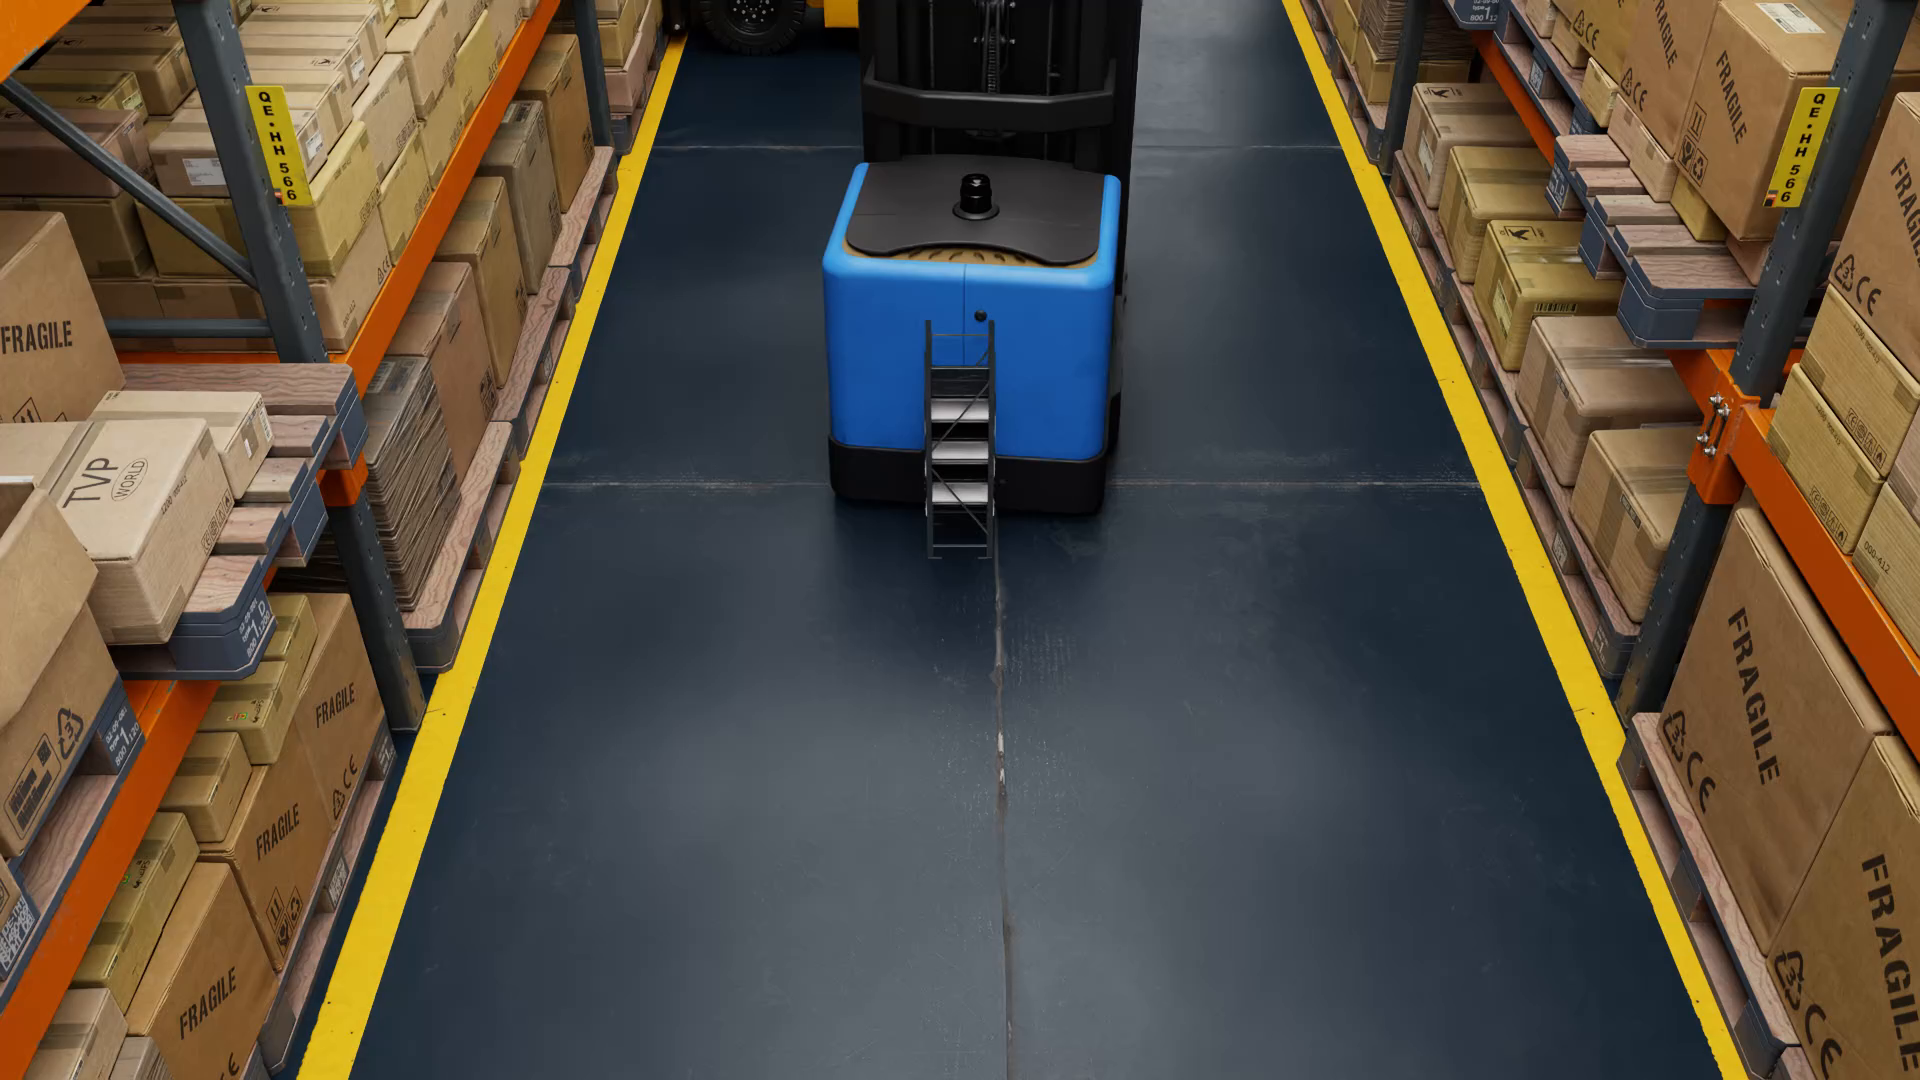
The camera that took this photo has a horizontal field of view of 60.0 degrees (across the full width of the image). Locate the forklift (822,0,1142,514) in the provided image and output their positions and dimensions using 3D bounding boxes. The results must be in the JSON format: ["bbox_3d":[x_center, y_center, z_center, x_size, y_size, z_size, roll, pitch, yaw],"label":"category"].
[{"bbox_3d":[0.180,-2.156,6.596,1.130,2.935,3.031,4,39,5],"label":"forklift"}]

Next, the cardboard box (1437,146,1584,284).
[{"bbox_3d":[2.687,-1.443,7.417,0.950,0.372,0.625,2,39,3],"label":"cardboard box"}]

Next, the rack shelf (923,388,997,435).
[{"bbox_3d":[0.000,-0.460,5.870,0.258,0.077,0.200,0,39,0],"label":"rack shelf"}]

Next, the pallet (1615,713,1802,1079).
[{"bbox_3d":[2.610,1.001,4.833,1.003,0.211,1.213,0,39,0],"label":"pallet"}]

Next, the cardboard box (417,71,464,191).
[{"bbox_3d":[-2.038,-1.430,5.756,0.500,0.250,0.500,-1,39,-2],"label":"cardboard box"}]

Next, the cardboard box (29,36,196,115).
[{"bbox_3d":[-2.533,-1.396,4.994,0.380,0.149,0.250,0,39,0],"label":"cardboard box"}]

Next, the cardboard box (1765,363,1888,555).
[{"bbox_3d":[2.434,-0.216,4.241,0.500,0.250,0.500,-1,39,-1],"label":"cardboard box"}]

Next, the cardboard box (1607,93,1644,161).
[{"bbox_3d":[2.339,-1.334,5.381,0.380,0.149,0.250,-2,39,-2],"label":"cardboard box"}]

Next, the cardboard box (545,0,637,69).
[{"bbox_3d":[-1.975,-2.665,8.640,0.500,0.250,0.500,0,39,0],"label":"cardboard box"}]

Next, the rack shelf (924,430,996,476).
[{"bbox_3d":[0.000,-0.320,5.983,0.258,0.077,0.200,0,39,0],"label":"rack shelf"}]

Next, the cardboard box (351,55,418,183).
[{"bbox_3d":[-2.035,-1.302,5.196,0.500,0.250,0.500,1,39,1],"label":"cardboard box"}]

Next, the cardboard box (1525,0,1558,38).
[{"bbox_3d":[2.339,-1.987,6.196,0.380,0.149,0.250,1,39,2],"label":"cardboard box"}]

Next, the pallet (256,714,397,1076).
[{"bbox_3d":[-2.316,0.980,4.858,1.003,0.211,1.213,0,39,0],"label":"pallet"}]

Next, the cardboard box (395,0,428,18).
[{"bbox_3d":[-1.997,-1.873,5.590,0.380,0.149,0.250,1,39,1],"label":"cardboard box"}]

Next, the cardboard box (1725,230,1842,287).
[{"bbox_3d":[2.449,-0.851,4.779,0.380,0.149,0.250,1,39,2],"label":"cardboard box"}]

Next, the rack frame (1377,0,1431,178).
[{"bbox_3d":[2.680,-3.082,7.697,1.000,3.000,0.127,0,39,0],"label":"rack frame"}]

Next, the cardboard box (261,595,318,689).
[{"bbox_3d":[-2.025,0.292,4.631,0.380,0.149,0.250,-2,39,-2],"label":"cardboard box"}]

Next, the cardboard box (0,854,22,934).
[{"bbox_3d":[-2.053,0.607,2.679,0.700,0.500,0.500,0,39,0],"label":"cardboard box"}]

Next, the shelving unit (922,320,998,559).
[{"bbox_3d":[0.000,-0.346,5.962,0.258,0.900,0.210,0,39,0],"label":"shelving unit"}]

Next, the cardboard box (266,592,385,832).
[{"bbox_3d":[-2.063,0.501,4.889,0.500,0.500,0.500,1,39,1],"label":"cardboard box"}]

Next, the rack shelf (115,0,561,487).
[{"bbox_3d":[-2.281,-1.545,6.354,1.077,0.370,4.000,0,39,0],"label":"rack shelf"}]

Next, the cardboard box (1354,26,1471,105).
[{"bbox_3d":[2.411,-2.542,8.887,0.500,0.250,0.500,2,39,2],"label":"cardboard box"}]

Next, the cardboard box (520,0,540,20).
[{"bbox_3d":[-2.015,-2.388,6.951,0.500,0.250,0.500,0,39,0],"label":"cardboard box"}]

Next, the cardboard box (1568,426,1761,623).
[{"bbox_3d":[2.694,-0.072,5.707,0.950,0.372,0.625,-2,39,-3],"label":"cardboard box"}]

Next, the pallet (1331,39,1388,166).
[{"bbox_3d":[2.644,-2.414,9.093,1.003,0.211,1.213,0,39,0],"label":"pallet"}]

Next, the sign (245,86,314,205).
[{"bbox_3d":[-1.736,-1.002,4.239,0.100,0.325,0.005,0,39,0],"label":"sign"}]

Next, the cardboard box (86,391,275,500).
[{"bbox_3d":[-1.894,-0.230,4.003,0.380,0.149,0.250,1,39,1],"label":"cardboard box"}]

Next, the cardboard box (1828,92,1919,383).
[{"bbox_3d":[2.441,-0.701,3.847,0.500,0.500,0.500,-1,39,-2],"label":"cardboard box"}]

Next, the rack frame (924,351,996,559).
[{"bbox_3d":[0.000,-0.282,5.883,0.240,0.900,0.006,0,39,0],"label":"rack frame"}]

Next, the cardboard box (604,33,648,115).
[{"bbox_3d":[-1.953,-2.470,8.796,0.500,0.250,0.500,0,39,0],"label":"cardboard box"}]

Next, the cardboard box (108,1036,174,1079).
[{"bbox_3d":[-2.051,1.466,3.685,0.500,0.500,0.500,-1,39,-2],"label":"cardboard box"}]

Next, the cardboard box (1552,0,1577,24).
[{"bbox_3d":[2.393,-2.164,5.898,0.500,0.500,0.500,-2,39,-2],"label":"cardboard box"}]

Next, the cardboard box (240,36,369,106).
[{"bbox_3d":[-2.012,-1.394,4.992,0.380,0.149,0.250,1,39,1],"label":"cardboard box"}]

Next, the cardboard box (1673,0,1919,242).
[{"bbox_3d":[2.406,-1.184,4.675,0.500,0.500,0.500,-1,39,-1],"label":"cardboard box"}]

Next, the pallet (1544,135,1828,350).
[{"bbox_3d":[2.577,-0.951,5.192,1.213,0.211,1.003,0,39,0],"label":"pallet"}]

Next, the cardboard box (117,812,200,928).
[{"bbox_3d":[-2.083,0.793,4.006,0.380,0.149,0.250,1,39,1],"label":"cardboard box"}]

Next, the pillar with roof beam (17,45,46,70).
[{"bbox_3d":[1.123,-3.733,3.713,9.100,9.000,0.400,0,39,0],"label":"pillar with roof beam"}]

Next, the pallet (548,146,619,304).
[{"bbox_3d":[-2.244,-1.527,7.987,1.003,0.211,1.213,0,39,0],"label":"pallet"}]

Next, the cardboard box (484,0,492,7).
[{"bbox_3d":[-2.025,-2.264,6.397,0.500,0.250,0.500,1,39,1],"label":"cardboard box"}]

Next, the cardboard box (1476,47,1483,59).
[{"bbox_3d":[2.949,-2.835,8.652,0.500,0.500,0.500,2,39,2],"label":"cardboard box"}]

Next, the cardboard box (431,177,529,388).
[{"bbox_3d":[-2.276,-1.032,6.702,0.875,0.625,0.625,-2,39,-2],"label":"cardboard box"}]

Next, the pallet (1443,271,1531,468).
[{"bbox_3d":[2.687,-0.742,7.007,1.003,0.211,1.213,0,39,0],"label":"pallet"}]
